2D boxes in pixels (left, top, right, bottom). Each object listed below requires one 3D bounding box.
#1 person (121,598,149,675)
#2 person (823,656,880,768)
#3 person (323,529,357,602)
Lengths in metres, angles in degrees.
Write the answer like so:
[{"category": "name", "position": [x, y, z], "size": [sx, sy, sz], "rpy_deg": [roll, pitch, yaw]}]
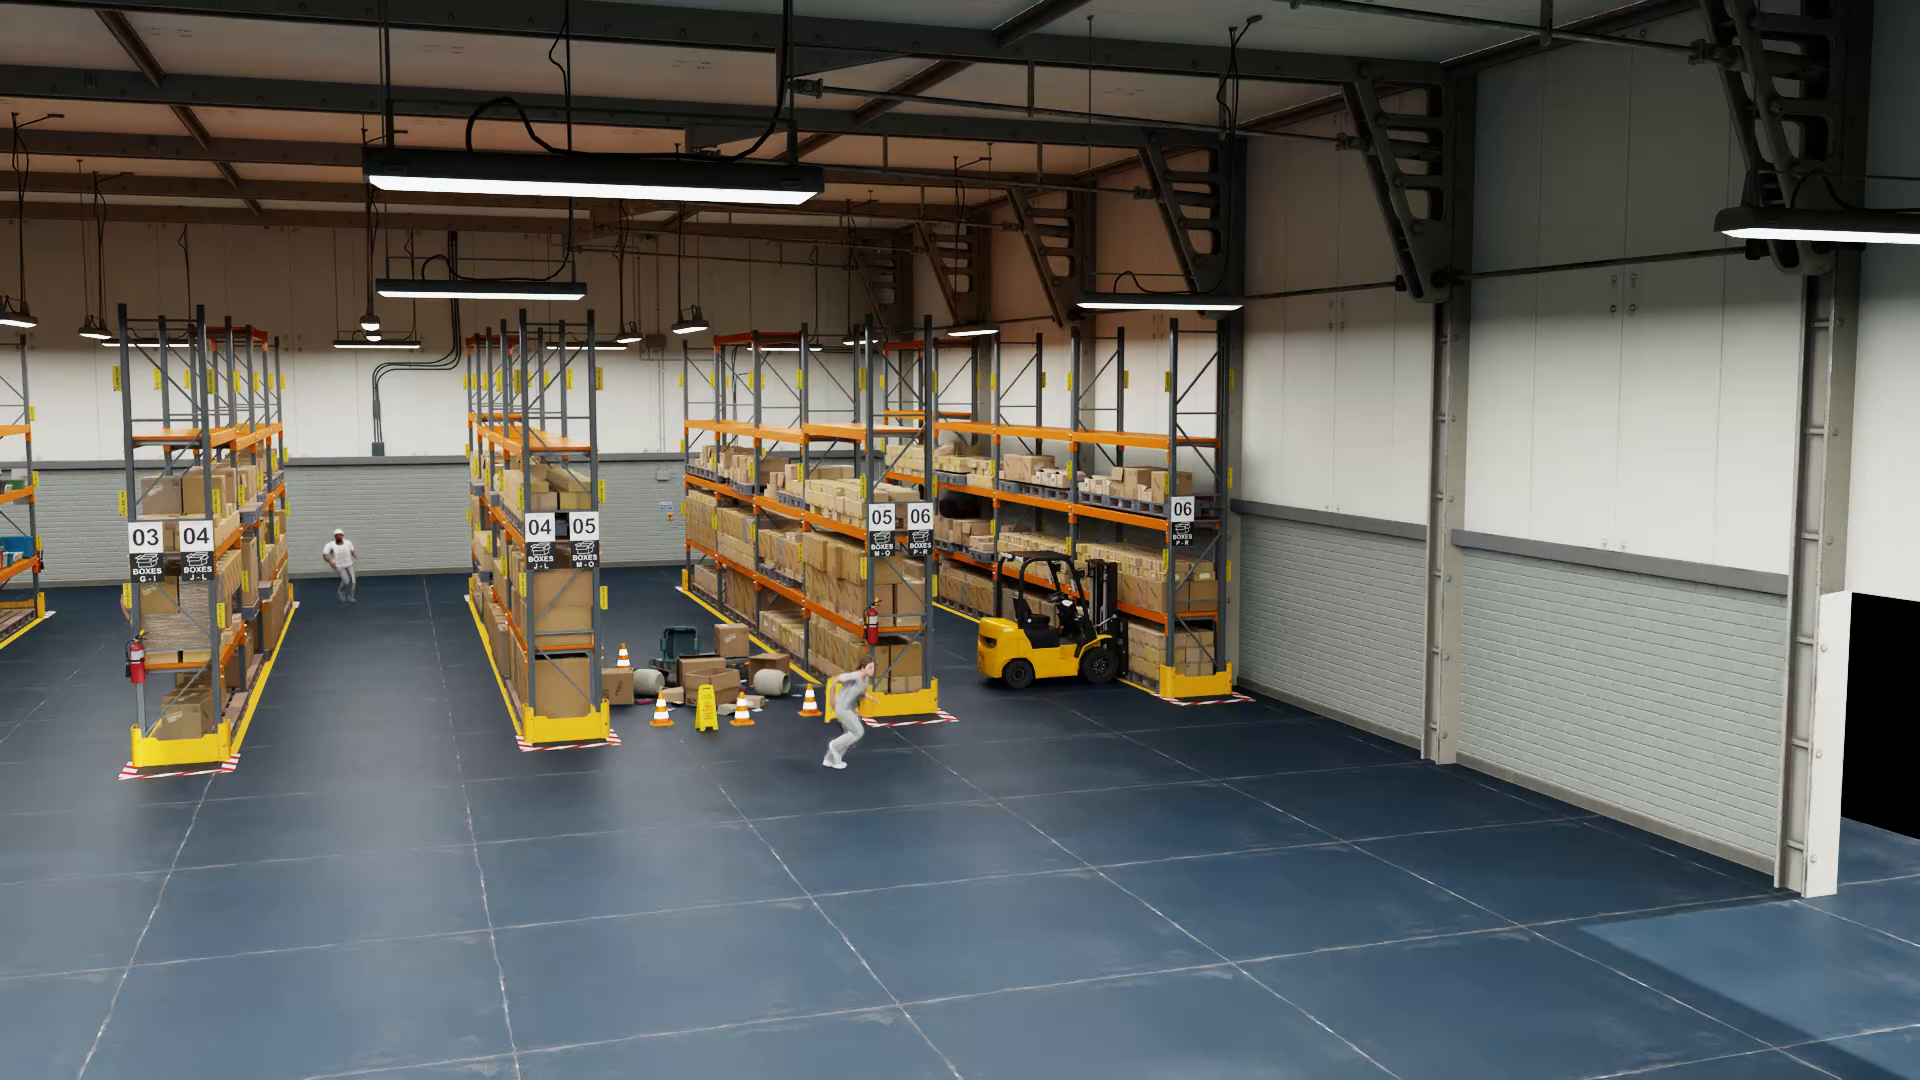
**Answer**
[{"category": "person", "position": [-14.187, 1.495, 28.844], "size": [0.615, 1.625, 1.003], "rpy_deg": [-2, 6, -21]}, {"category": "person", "position": [-1.419, 2.228, 21.422], "size": [0.823, 1.504, 0.591], "rpy_deg": [3, 6, 26]}, {"category": "person", "position": [-13.980, 0.587, 37.669], "size": [0.552, 1.688, 0.700], "rpy_deg": [5, 7, 43]}]
